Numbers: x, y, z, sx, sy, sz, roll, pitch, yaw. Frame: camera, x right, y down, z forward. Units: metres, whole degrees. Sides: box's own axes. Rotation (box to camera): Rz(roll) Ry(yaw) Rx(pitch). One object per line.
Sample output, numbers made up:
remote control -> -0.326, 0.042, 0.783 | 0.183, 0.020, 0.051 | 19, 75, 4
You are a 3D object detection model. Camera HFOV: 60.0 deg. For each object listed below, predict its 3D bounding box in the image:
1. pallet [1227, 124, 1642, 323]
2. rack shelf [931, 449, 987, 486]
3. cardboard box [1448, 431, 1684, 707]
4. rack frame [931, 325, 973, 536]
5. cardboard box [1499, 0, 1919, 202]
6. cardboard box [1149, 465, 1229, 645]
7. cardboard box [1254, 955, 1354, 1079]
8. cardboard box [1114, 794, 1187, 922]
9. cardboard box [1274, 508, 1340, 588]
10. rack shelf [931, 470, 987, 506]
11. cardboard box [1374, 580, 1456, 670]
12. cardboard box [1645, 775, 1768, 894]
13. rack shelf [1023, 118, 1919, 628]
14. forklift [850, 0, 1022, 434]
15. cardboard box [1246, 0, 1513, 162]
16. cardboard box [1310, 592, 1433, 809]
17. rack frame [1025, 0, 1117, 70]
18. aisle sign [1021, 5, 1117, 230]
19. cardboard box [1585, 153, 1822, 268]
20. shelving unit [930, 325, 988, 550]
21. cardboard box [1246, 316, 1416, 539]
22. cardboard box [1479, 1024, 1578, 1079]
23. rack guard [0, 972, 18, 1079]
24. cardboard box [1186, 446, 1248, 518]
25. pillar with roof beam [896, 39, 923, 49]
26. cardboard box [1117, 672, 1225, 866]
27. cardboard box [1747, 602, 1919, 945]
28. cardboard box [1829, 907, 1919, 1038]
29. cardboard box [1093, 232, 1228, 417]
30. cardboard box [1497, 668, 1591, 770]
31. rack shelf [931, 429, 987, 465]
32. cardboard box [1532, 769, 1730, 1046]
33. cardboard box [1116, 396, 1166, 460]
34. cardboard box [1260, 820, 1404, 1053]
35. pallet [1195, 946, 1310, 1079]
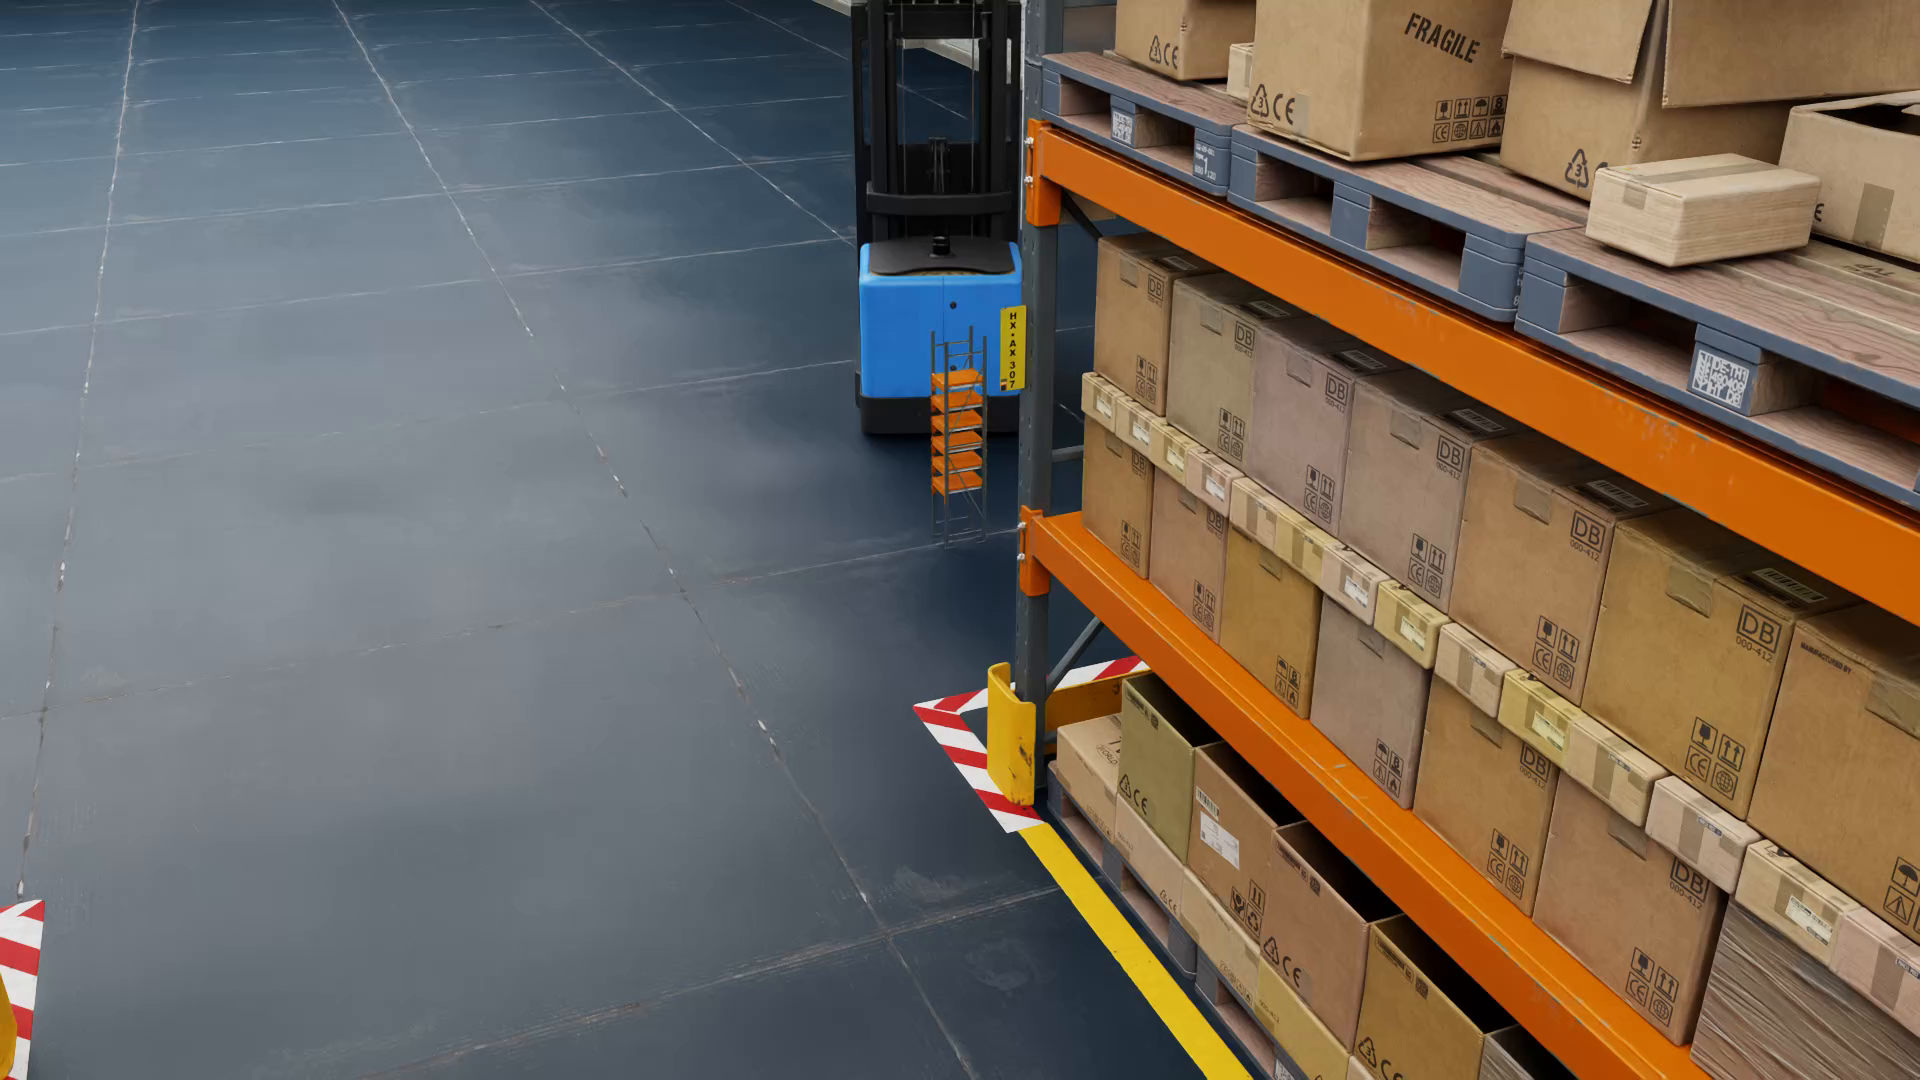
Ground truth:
pallet -> 1.446, -0.909, 4.375 | 1.003, 0.211, 1.213 | -11, 28, -21
rack shelf -> -0.006, -0.397, 9.071 | 0.258, 0.103, 0.180 | -11, 28, -21
cardboard box -> 1.704, 0.019, 4.200 | 0.700, 0.500, 0.500 | -11, 28, -21
rack frame -> -0.042, -0.582, 9.074 | 0.240, 1.200, 0.006 | -11, 28, -21
cardboard box -> 1.749, -1.101, 3.912 | 0.797, 0.503, 0.637 | -7, 27, -15
cardboard box -> 1.093, -0.027, 5.772 | 0.700, 0.500, 0.500 | -10, 28, -19
cardboard box -> 1.303, 1.524, 5.366 | 0.500, 0.250, 0.500 | -11, 28, -21
cardboard box -> 0.916, 1.119, 6.195 | 0.500, 0.250, 0.500 | -11, 28, -21
cardboard box -> 1.173, -0.005, 4.989 | 0.380, 0.149, 0.250 | -11, 28, -21
rack shelf -> -0.006, -0.289, 9.124 | 0.258, 0.103, 0.180 | -11, 28, -21
cardboard box -> 1.372, 0.202, 4.564 | 0.380, 0.149, 0.250 | -10, 28, -19
cardboard box -> 1.774, 0.616, 3.716 | 0.380, 0.149, 0.250 | -11, 28, -22
rack shelf -> 1.495, -0.601, 4.463 | 1.077, 0.370, 4.000 | -11, 28, -21
forklift -> -0.163, -2.590, 11.214 | 1.130, 2.935, 3.031 | -1, 26, -2
cardboard box -> 1.110, -1.311, 4.345 | 0.500, 0.500, 0.500 | -11, 28, -21
cardboard box -> 1.491, 0.386, 4.926 | 0.700, 0.500, 0.500 | -10, 28, -19
rack frame -> 0.711, -3.080, 5.301 | 1.000, 3.000, 0.127 | -11, 28, -21
aisle sign -> 0.404, -1.526, 5.993 | 0.394, 0.787, 0.004 | -11, 28, -21
cardboard box -> 1.554, -0.696, 3.485 | 0.380, 0.149, 0.250 | -11, 28, -21
shelving unit -> -0.006, -0.545, 8.999 | 0.258, 1.200, 0.189 | -11, 28, -21
cardboard box -> 1.312, -0.385, 5.027 | 0.700, 0.500, 0.500 | -10, 28, -20
cardboard box -> 1.710, 1.587, 4.381 | 0.500, 0.500, 0.500 | -11, 28, -21
rack guard -> -3.775, 1.612, 5.379 | 1.175, 0.500, 0.348 | -11, 28, -21
cardboard box -> 0.966, -0.216, 5.419 | 0.380, 0.149, 0.250 | -11, 28, -21
pillar with roof beam -> -4.672, -10.325, 20.141 | 9.100, 9.000, 0.400 | -11, 28, -21
cardboard box -> 0.914, 0.782, 6.029 | 0.500, 0.500, 0.500 | -11, 28, -21
cardboard box -> 2.098, 0.425, 3.368 | 0.700, 0.500, 0.500 | -10, 28, -20
cardboard box -> 1.974, 0.822, 3.295 | 0.380, 0.149, 0.250 | -11, 28, -21
cardboard box -> 0.903, -0.800, 5.876 | 0.700, 0.500, 0.500 | -10, 28, -20
cardboard box -> 1.577, 0.411, 4.137 | 0.380, 0.149, 0.250 | -11, 28, -21
rack shelf -> -0.006, -0.505, 9.018 | 0.258, 0.103, 0.180 | -11, 28, -21
cardboard box -> 1.886, 0.796, 4.086 | 0.700, 0.500, 0.500 | -11, 28, -21
cardboard box -> 0.773, -0.419, 5.835 | 0.380, 0.149, 0.250 | -11, 28, -22
cardboard box -> 1.302, 1.187, 5.201 | 0.500, 0.500, 0.500 | -11, 28, -21
pallet -> 1.523, 1.662, 5.604 | 1.003, 0.211, 1.213 | -11, 28, -21
